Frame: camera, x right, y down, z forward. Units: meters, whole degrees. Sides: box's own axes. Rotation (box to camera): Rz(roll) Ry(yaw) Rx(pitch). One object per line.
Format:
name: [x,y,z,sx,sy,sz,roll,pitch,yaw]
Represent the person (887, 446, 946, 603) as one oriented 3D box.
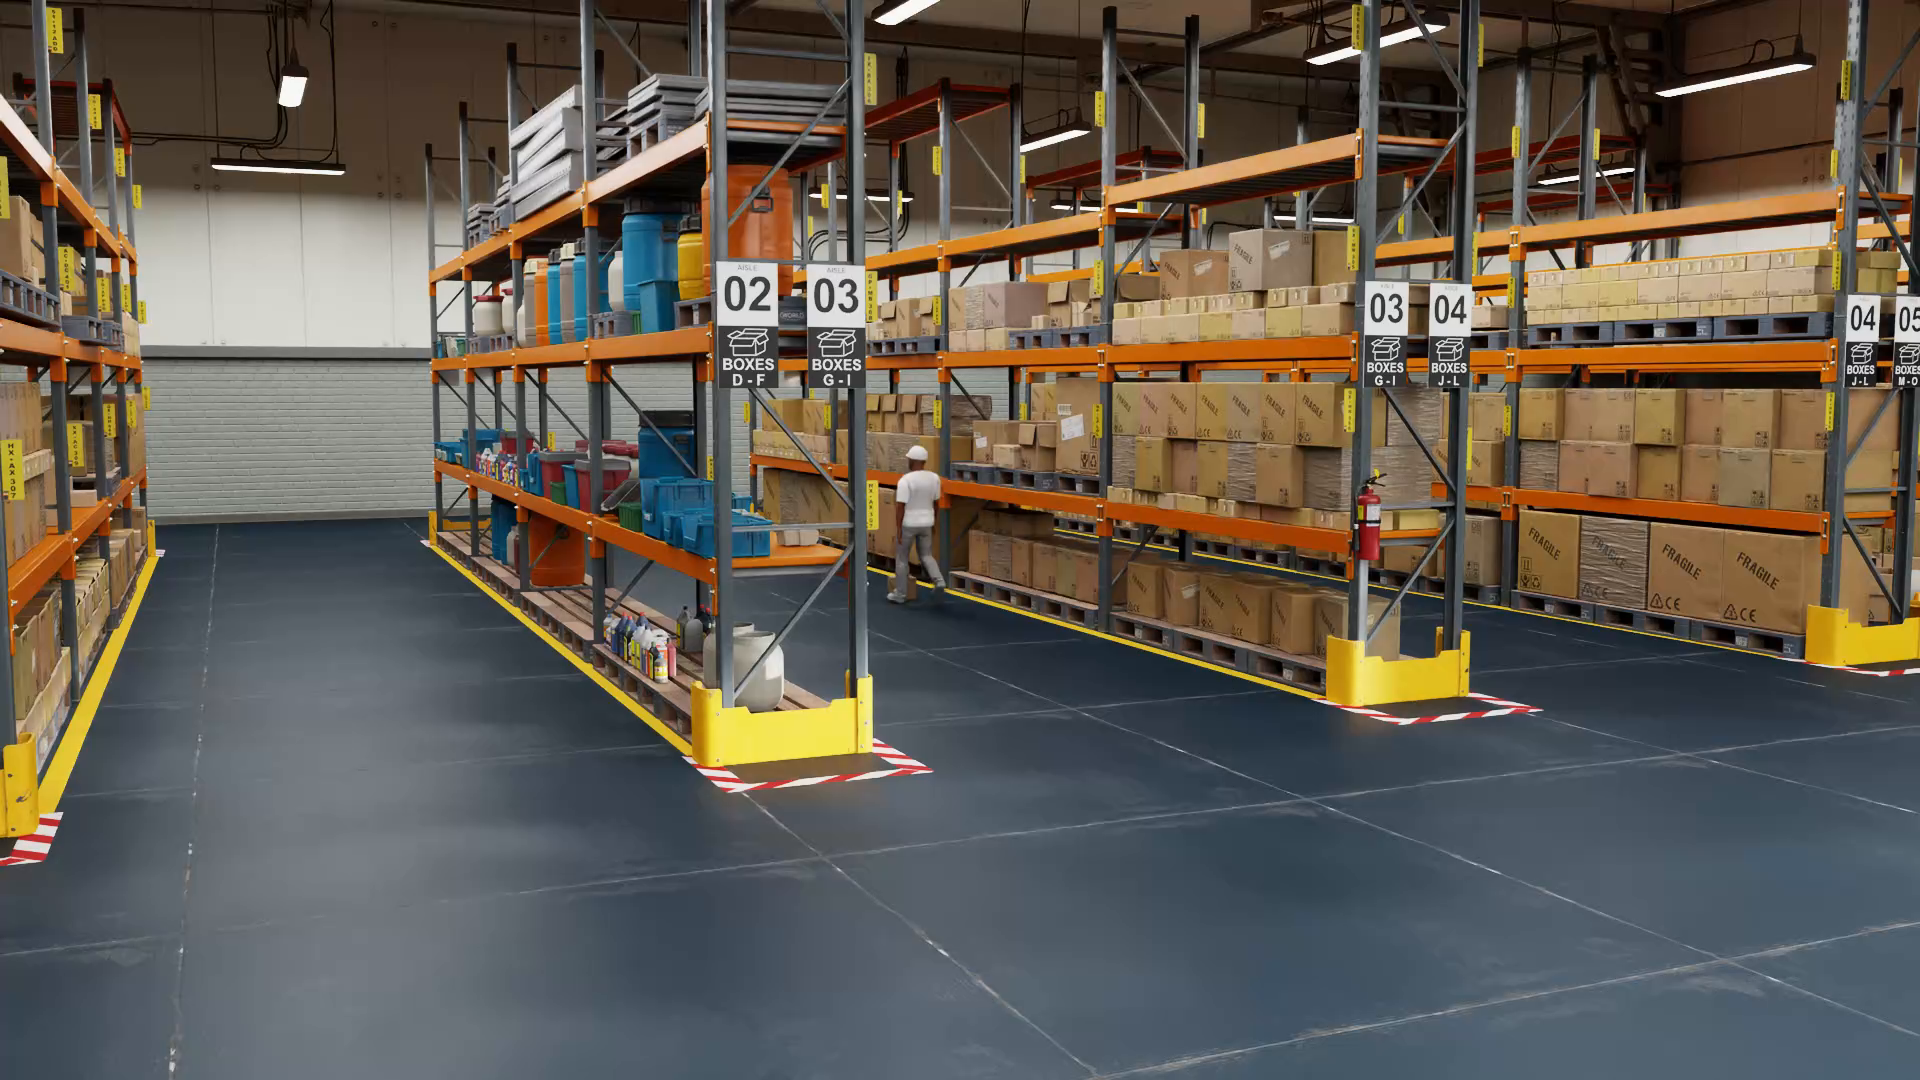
person: [-0.500,-0.168,18.352,0.577,1.748,0.810,-3,6,-28]
